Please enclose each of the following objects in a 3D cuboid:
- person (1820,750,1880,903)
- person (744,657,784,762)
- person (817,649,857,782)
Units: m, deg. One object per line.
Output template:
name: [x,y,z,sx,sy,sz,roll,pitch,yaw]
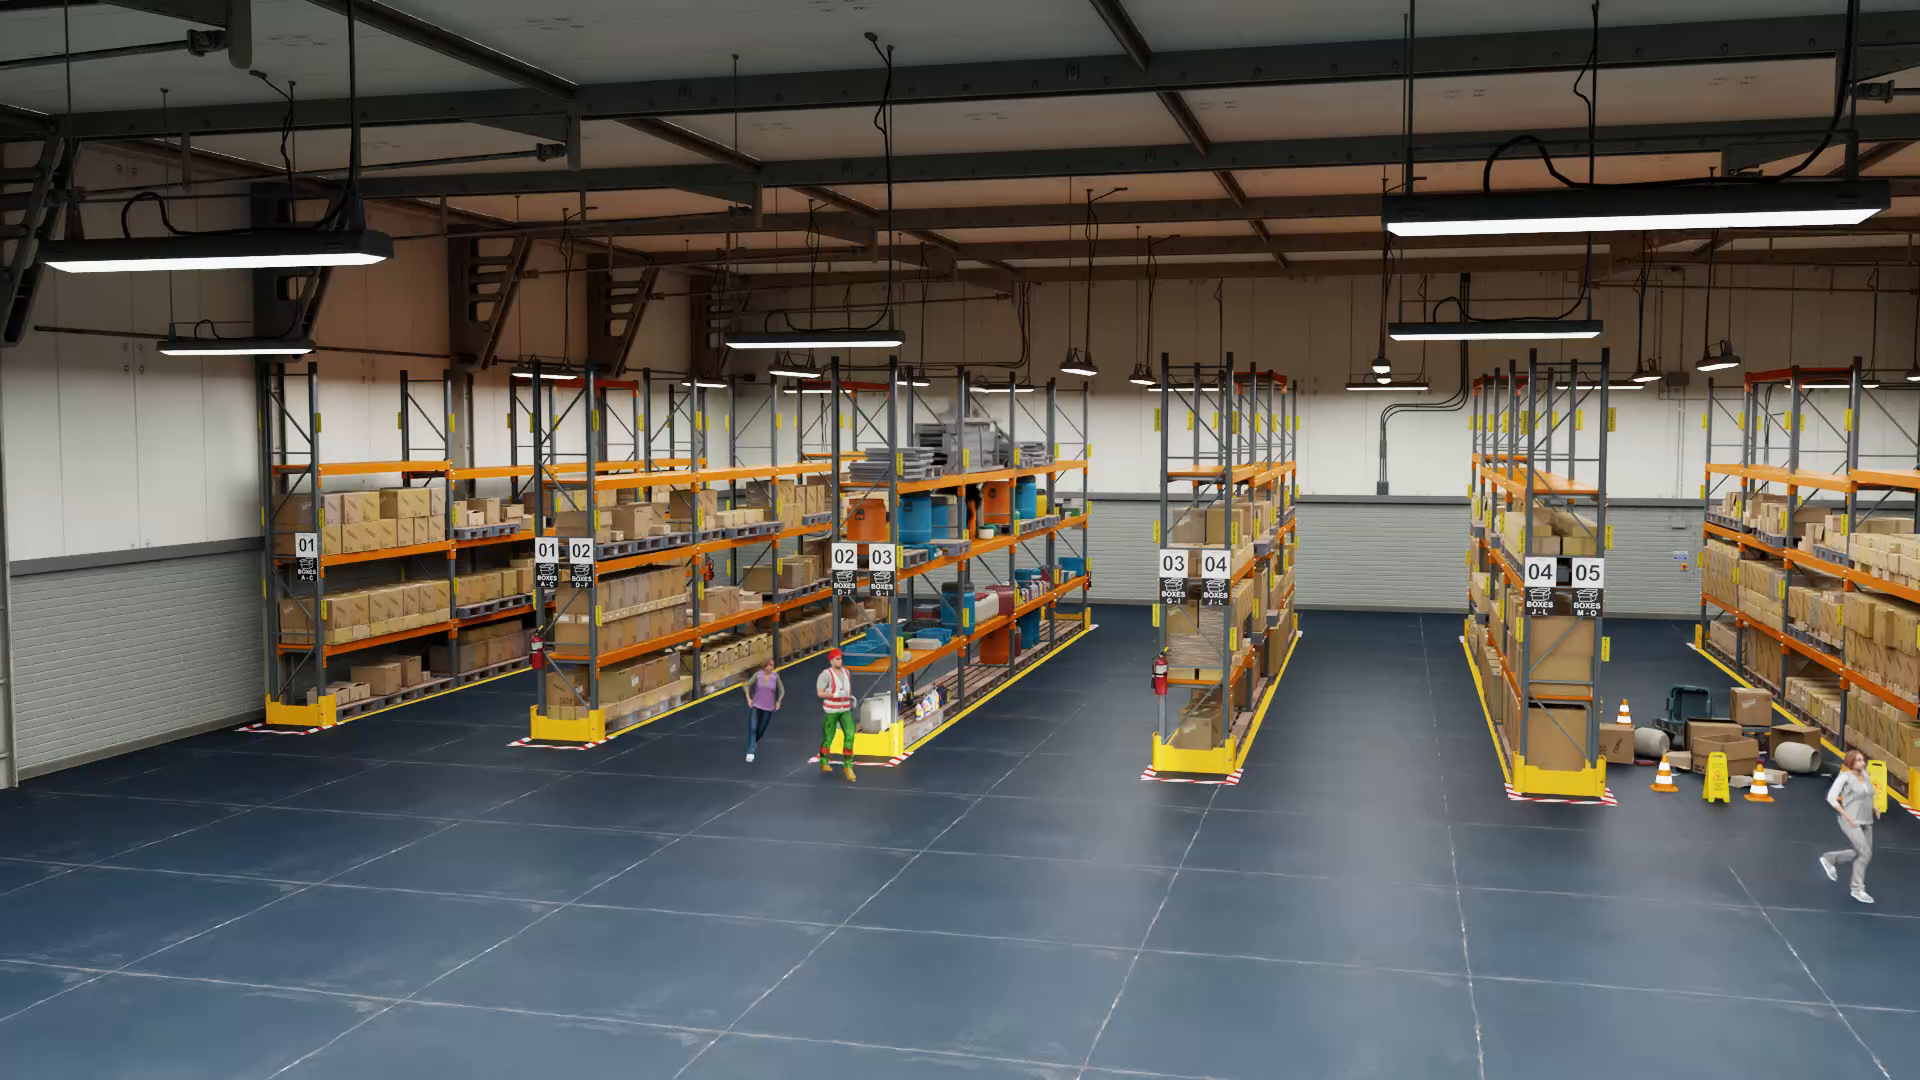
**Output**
person: [9.412,2.992,17.592,0.535,1.582,0.625,-2,4,-24]
person: [-2.934,2.512,24.907,0.598,1.549,0.645,-1,4,-11]
person: [-1.733,2.443,23.452,0.672,1.831,0.759,-3,5,-33]
